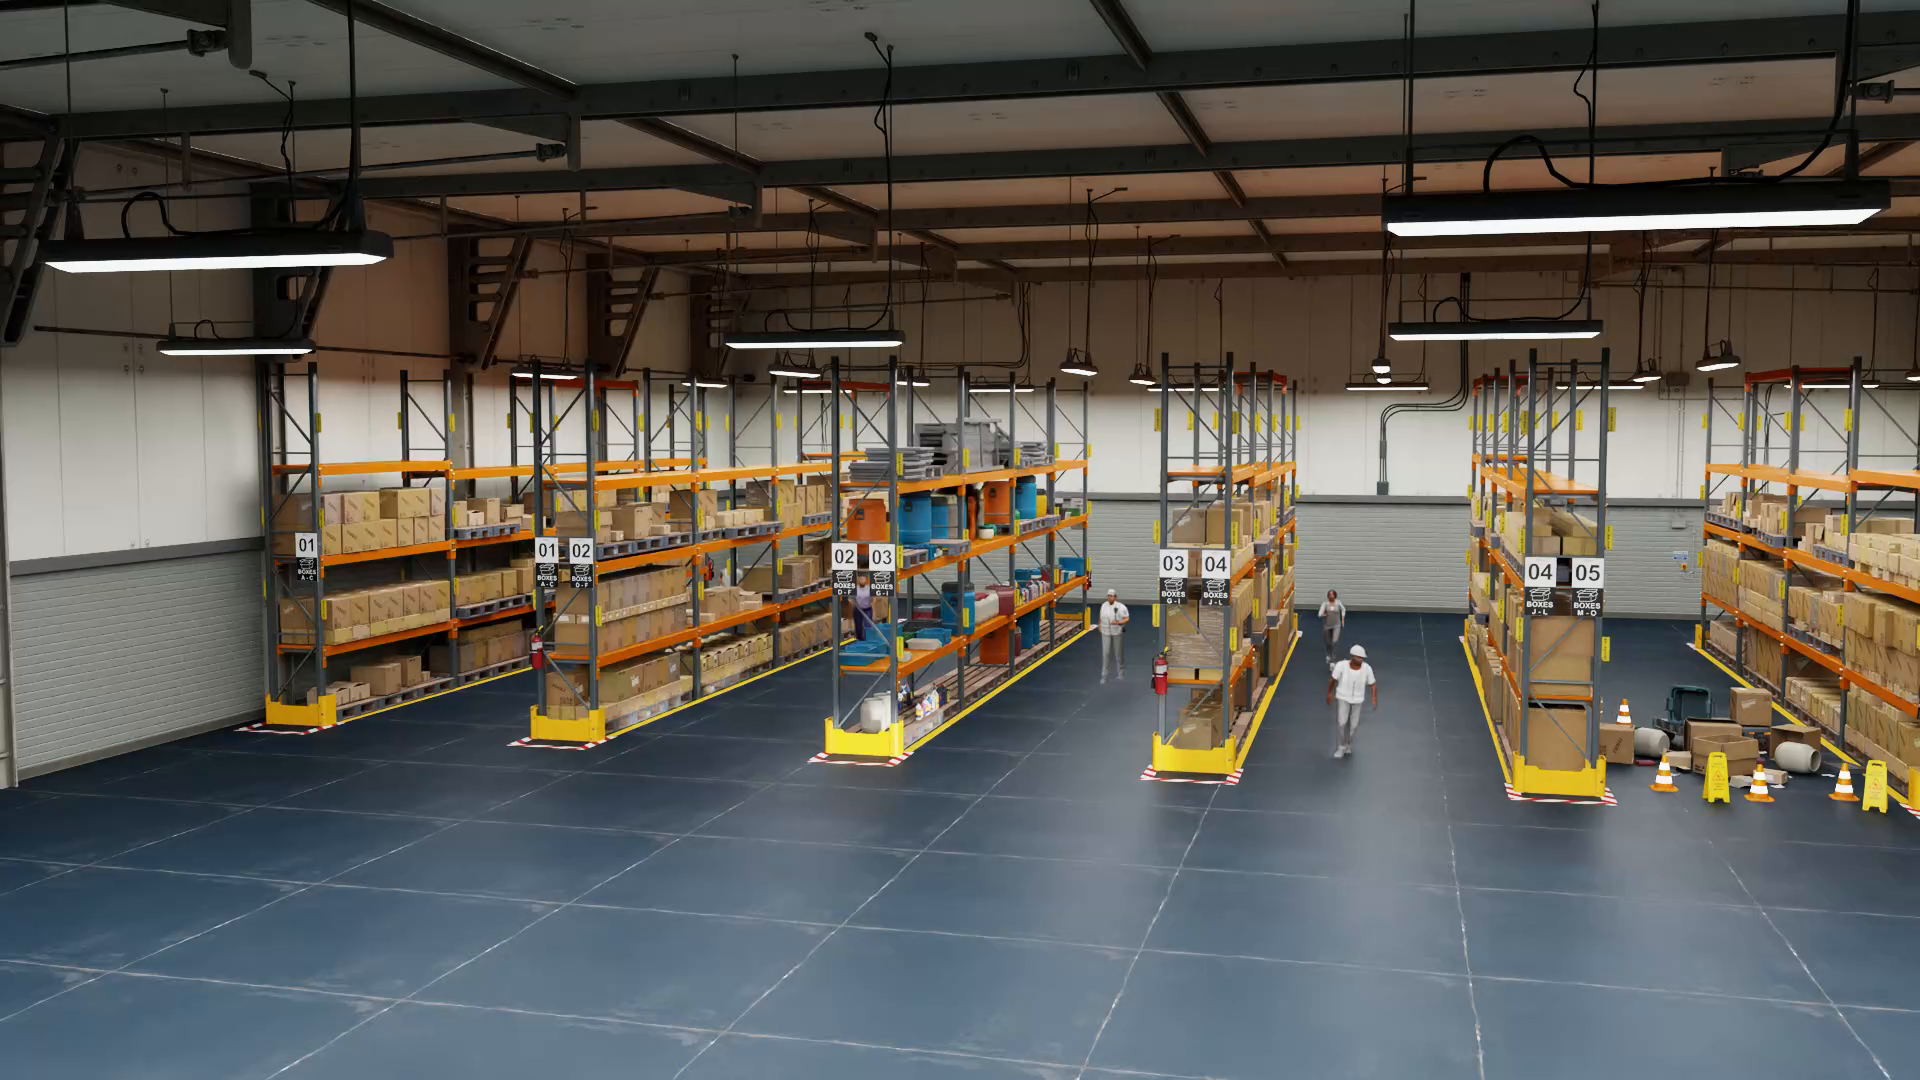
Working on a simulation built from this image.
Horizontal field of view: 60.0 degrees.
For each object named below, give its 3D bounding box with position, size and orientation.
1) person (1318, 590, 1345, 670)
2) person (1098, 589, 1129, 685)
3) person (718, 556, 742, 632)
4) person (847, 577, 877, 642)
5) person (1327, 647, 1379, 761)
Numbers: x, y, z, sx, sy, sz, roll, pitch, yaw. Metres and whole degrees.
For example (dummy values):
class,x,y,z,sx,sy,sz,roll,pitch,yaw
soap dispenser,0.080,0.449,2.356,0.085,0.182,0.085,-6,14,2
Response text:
class,x,y,z,sx,sy,sz,roll,pitch,yaw
person,7.553,1.798,33.821,0.536,1.595,0.888,1,4,12
person,2.780,1.734,30.095,0.603,1.699,0.811,1,4,19
person,-5.551,1.297,40.010,0.648,1.819,0.738,0,4,4
person,-2.003,1.534,34.093,0.609,1.633,0.761,0,4,-2
person,5.873,2.414,24.838,0.688,1.701,0.868,0,4,-2
